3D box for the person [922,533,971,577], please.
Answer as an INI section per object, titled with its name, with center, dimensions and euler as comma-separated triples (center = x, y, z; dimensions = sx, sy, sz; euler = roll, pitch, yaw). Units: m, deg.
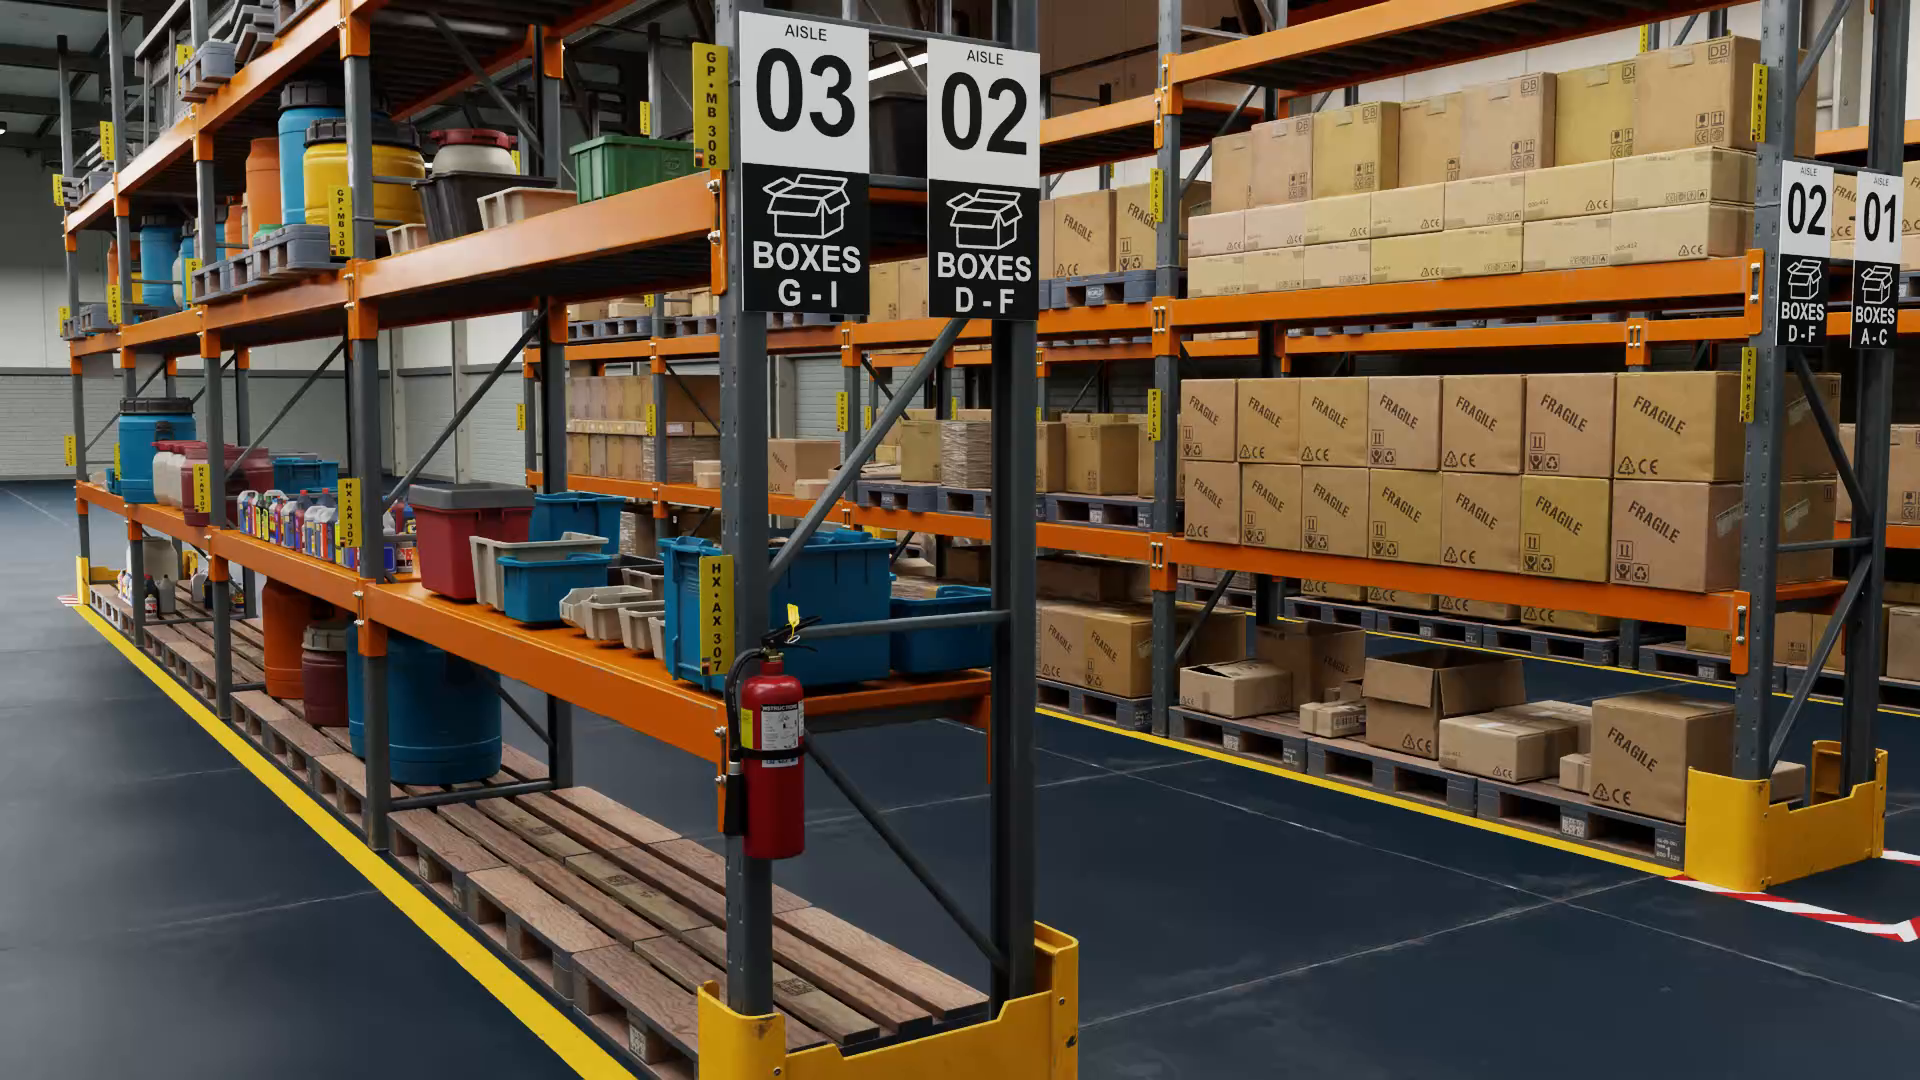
[person]
center = -0.134, -0.005, 16.520
dimensions = 0.504, 1.614, 0.465
euler = -3, 6, -32
